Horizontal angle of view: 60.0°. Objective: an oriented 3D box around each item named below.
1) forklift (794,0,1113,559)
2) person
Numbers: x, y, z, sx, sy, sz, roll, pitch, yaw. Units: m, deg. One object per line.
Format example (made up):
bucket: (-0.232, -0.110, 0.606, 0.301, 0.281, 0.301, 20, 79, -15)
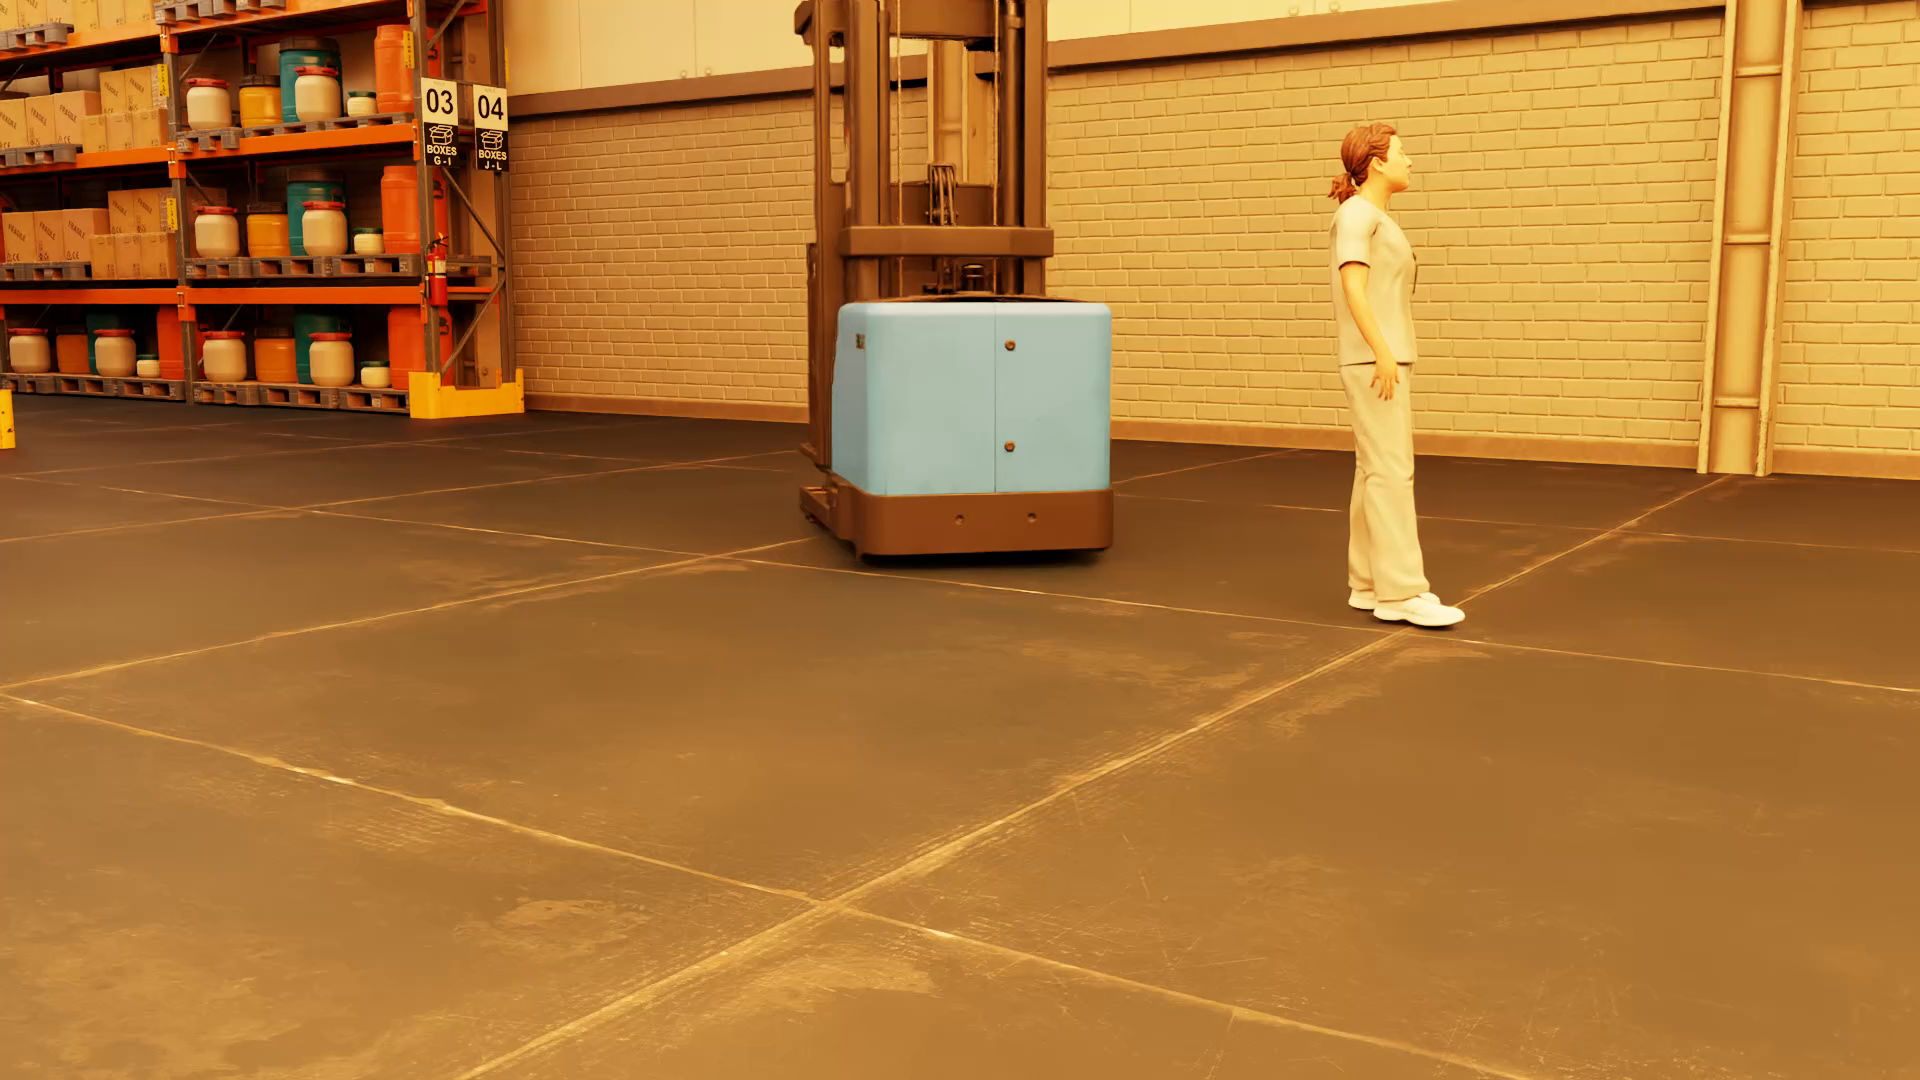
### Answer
forklift: (-0.192, -1.539, 8.017, 1.130, 2.935, 3.031, -2, 8, -13)
person: (1.504, -0.576, 5.703, 0.543, 1.668, 0.557, 3, 9, 22)
